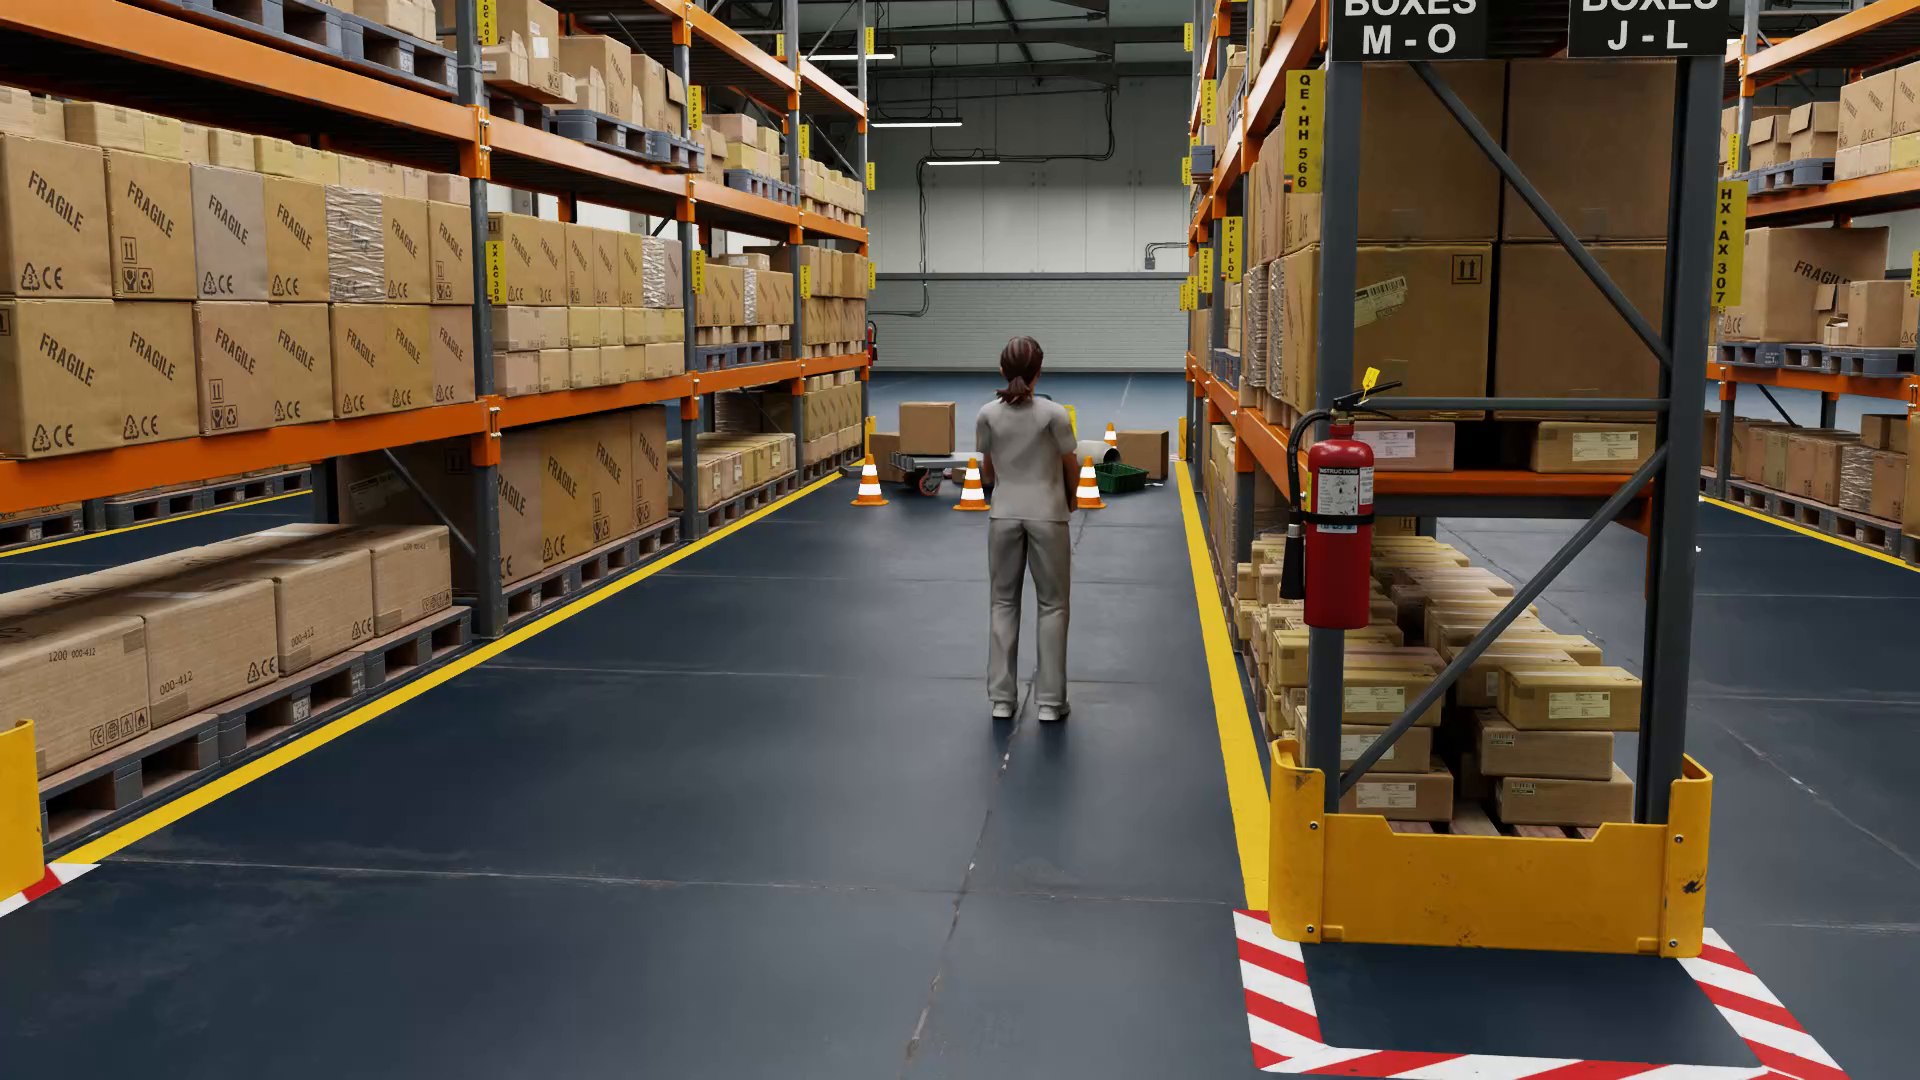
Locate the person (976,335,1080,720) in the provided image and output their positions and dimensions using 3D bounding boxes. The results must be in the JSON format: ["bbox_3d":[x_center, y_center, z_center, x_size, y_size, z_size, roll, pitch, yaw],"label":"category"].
[{"bbox_3d":[0.307,-0.060,7.281,0.439,1.663,0.551,2,8,15],"label":"person"}]
